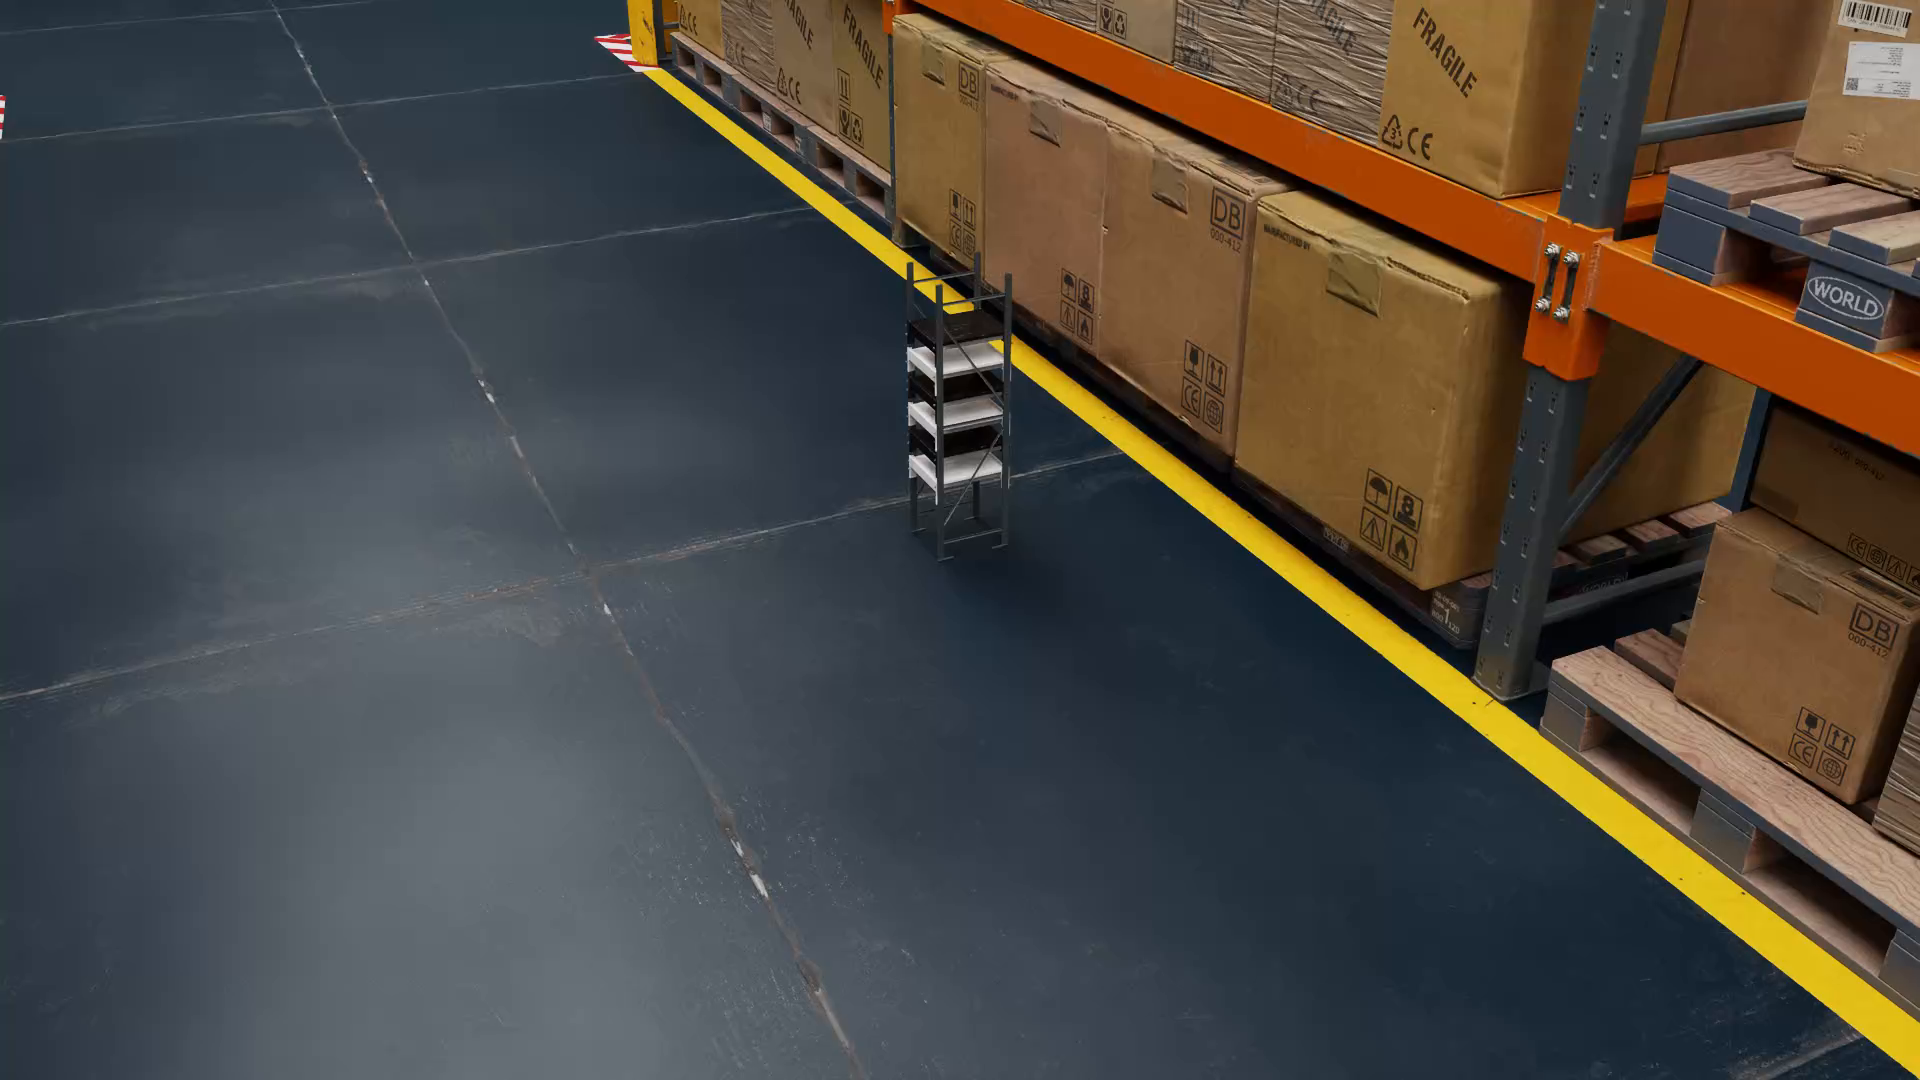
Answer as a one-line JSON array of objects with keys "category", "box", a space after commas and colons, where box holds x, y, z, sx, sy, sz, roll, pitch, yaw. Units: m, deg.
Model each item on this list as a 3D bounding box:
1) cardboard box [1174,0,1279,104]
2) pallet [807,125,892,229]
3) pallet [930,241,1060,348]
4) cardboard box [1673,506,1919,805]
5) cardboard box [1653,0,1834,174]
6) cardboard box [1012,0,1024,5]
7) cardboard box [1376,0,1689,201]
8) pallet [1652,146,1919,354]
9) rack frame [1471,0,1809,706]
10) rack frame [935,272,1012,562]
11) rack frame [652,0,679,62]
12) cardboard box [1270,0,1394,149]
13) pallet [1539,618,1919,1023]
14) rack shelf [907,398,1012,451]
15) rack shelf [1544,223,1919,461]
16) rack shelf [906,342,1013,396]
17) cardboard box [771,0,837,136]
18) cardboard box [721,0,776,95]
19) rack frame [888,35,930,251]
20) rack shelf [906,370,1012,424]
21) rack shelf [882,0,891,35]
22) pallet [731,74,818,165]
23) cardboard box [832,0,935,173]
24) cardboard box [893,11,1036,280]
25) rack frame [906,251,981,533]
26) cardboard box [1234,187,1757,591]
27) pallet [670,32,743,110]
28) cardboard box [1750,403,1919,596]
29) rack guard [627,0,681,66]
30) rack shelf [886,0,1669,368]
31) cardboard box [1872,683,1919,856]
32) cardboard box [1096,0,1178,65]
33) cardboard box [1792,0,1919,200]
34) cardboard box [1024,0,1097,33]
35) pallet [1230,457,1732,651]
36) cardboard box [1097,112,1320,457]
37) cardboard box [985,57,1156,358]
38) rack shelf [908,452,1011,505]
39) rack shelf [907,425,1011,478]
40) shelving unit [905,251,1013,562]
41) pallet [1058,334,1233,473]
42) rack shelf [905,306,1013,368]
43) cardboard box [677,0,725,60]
[{"category": "cardboard box", "box": [1.008, -1.657, 5.036, 0.500, 0.500, 0.500, -14, 32, -24]}, {"category": "pallet", "box": [-0.095, -1.900, 8.423, 1.003, 0.211, 1.213, -13, 32, -22]}, {"category": "pallet", "box": [0.560, -1.223, 7.215, 1.003, 0.211, 1.213, -13, 32, -22]}, {"category": "cardboard box", "box": [2.184, 0.193, 3.945, 0.700, 0.500, 0.500, -15, 33, -25]}, {"category": "cardboard box", "box": [1.915, -1.312, 4.422, 0.500, 0.500, 0.500, -12, 31, -21]}, {"category": "cardboard box", "box": [0.349, -2.330, 6.236, 0.500, 0.500, 0.500, -13, 32, -22]}, {"category": "cardboard box", "box": [1.443, -1.207, 4.233, 0.500, 0.500, 0.500, -12, 31, -20]}, {"category": "pallet", "box": [2.280, -0.621, 3.487, 1.213, 0.211, 1.003, -13, 32, -22]}, {"category": "rack frame", "box": [1.878, -0.997, 3.961, 1.000, 3.000, 0.127, -13, 32, -22]}, {"category": "rack frame", "box": [0.040, -0.351, 4.956, 0.240, 0.900, 0.006, -13, 32, -22]}, {"category": "rack frame", "box": [-1.556, -4.531, 10.263, 1.000, 3.000, 0.127, -13, 32, -22]}, {"category": "cardboard box", "box": [1.234, -1.428, 4.628, 0.500, 0.500, 0.500, -13, 32, -22]}, {"category": "pallet", "box": [2.212, 0.565, 4.027, 1.003, 0.211, 1.213, -13, 32, -22]}, {"category": "rack shelf", "box": [-0.003, -0.367, 5.053, 0.258, 0.077, 0.200, -13, 32, -22]}, {"category": "rack shelf", "box": [2.737, 0.200, 2.562, 1.077, 0.370, 4.000, -13, 32, -22]}, {"category": "rack shelf", "box": [-0.003, -0.524, 4.965, 0.258, 0.077, 0.200, -13, 32, -22]}, {"category": "cardboard box", "box": [-0.436, -2.726, 8.788, 0.875, 0.875, 0.875, -13, 32, -22]}, {"category": "cardboard box", "box": [-0.818, -3.119, 9.489, 0.875, 0.875, 0.875, -13, 32, -22]}, {"category": "rack frame", "box": [0.161, -2.764, 7.112, 1.000, 3.000, 0.127, -13, 32, -22]}, {"category": "rack shelf", "box": [-0.003, -0.446, 5.009, 0.258, 0.077, 0.200, -13, 32, -22]}, {"category": "rack shelf", "box": [-0.697, -3.334, 8.864, 1.077, 0.370, 4.000, -13, 32, -22]}, {"category": "pallet", "box": [-0.622, -2.440, 9.385, 1.003, 0.211, 1.213, -13, 32, -22]}, {"category": "cardboard box", "box": [-0.050, -2.329, 8.079, 0.875, 0.875, 0.875, -13, 32, -22]}, {"category": "cardboard box", "box": [0.454, -1.742, 7.033, 1.225, 0.875, 0.875, -13, 32, -22]}, {"category": "rack frame", "box": [-0.047, -0.441, 5.116, 0.240, 0.900, 0.006, -13, 32, -22]}, {"category": "cardboard box", "box": [1.601, -0.563, 4.930, 1.225, 0.875, 0.875, -15, 32, -24]}, {"category": "pallet", "box": [-1.142, -2.978, 10.345, 1.003, 0.211, 1.213, -13, 32, -22]}, {"category": "cardboard box", "box": [2.193, -0.136, 3.765, 0.500, 0.250, 0.500, -12, 31, -20]}, {"category": "rack guard", "box": [-1.566, -3.451, 10.894, 1.175, 0.500, 0.348, -13, 32, -22]}, {"category": "rack shelf", "box": [1.020, -1.567, 5.713, 1.077, 0.370, 4.000, -13, 32, -22]}, {"category": "cardboard box", "box": [2.434, 0.435, 3.512, 0.700, 0.500, 0.500, -16, 33, -26]}, {"category": "cardboard box", "box": [0.790, -1.882, 5.437, 0.500, 0.500, 0.500, -12, 32, -21]}, {"category": "cardboard box", "box": [2.146, -0.994, 3.424, 0.500, 0.500, 0.500, -17, 34, -28]}, {"category": "cardboard box", "box": [0.564, -2.109, 5.842, 0.500, 0.500, 0.500, -14, 32, -23]}, {"category": "pallet", "box": [1.608, -0.145, 5.292, 1.003, 0.211, 1.213, -13, 32, -22]}, {"category": "cardboard box", "box": [1.225, -0.958, 5.635, 1.225, 0.875, 0.875, -13, 32, -22]}, {"category": "cardboard box", "box": [0.838, -1.347, 6.329, 1.225, 0.875, 0.875, -14, 32, -24]}, {"category": "rack shelf", "box": [-0.003, -0.210, 5.141, 0.258, 0.077, 0.200, -13, 32, -22]}, {"category": "rack shelf", "box": [-0.003, -0.289, 5.097, 0.258, 0.077, 0.200, -13, 32, -22]}, {"category": "shelving unit", "box": [-0.003, -0.396, 5.036, 0.258, 0.900, 0.210, -13, 32, -22]}, {"category": "pallet", "box": [1.088, -0.683, 6.252, 1.003, 0.211, 1.213, -13, 32, -22]}, {"category": "rack shelf", "box": [-0.003, -0.603, 4.921, 0.258, 0.077, 0.200, -13, 32, -22]}, {"category": "cardboard box", "box": [-1.209, -3.521, 10.206, 0.875, 0.875, 0.875, -13, 32, -22]}]
